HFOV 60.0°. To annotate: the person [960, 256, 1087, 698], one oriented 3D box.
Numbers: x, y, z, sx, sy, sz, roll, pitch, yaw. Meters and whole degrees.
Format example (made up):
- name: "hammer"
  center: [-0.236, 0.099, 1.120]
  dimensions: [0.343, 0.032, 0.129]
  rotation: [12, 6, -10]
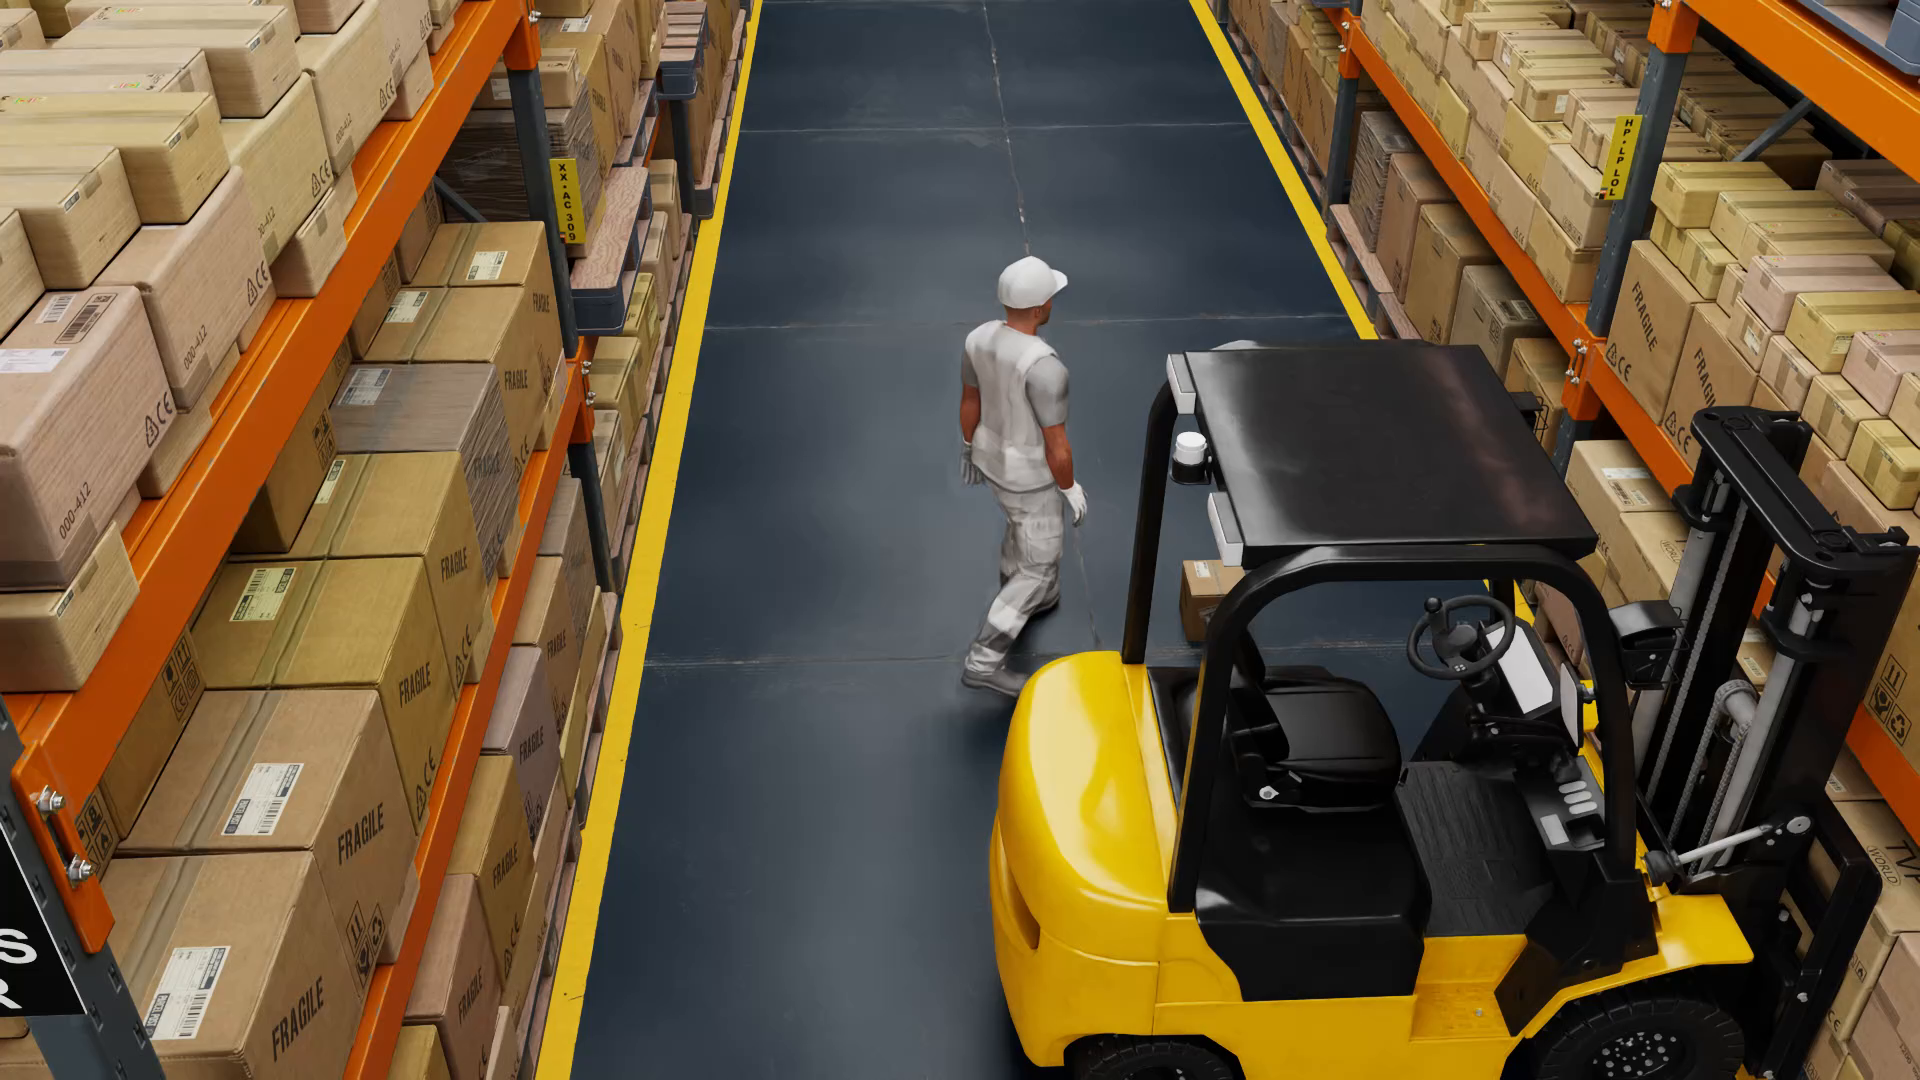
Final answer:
- name: "person"
  center: [0.230, -0.257, 6.498]
  dimensions: [0.784, 1.769, 0.666]
  rotation: [-22, 41, -28]
